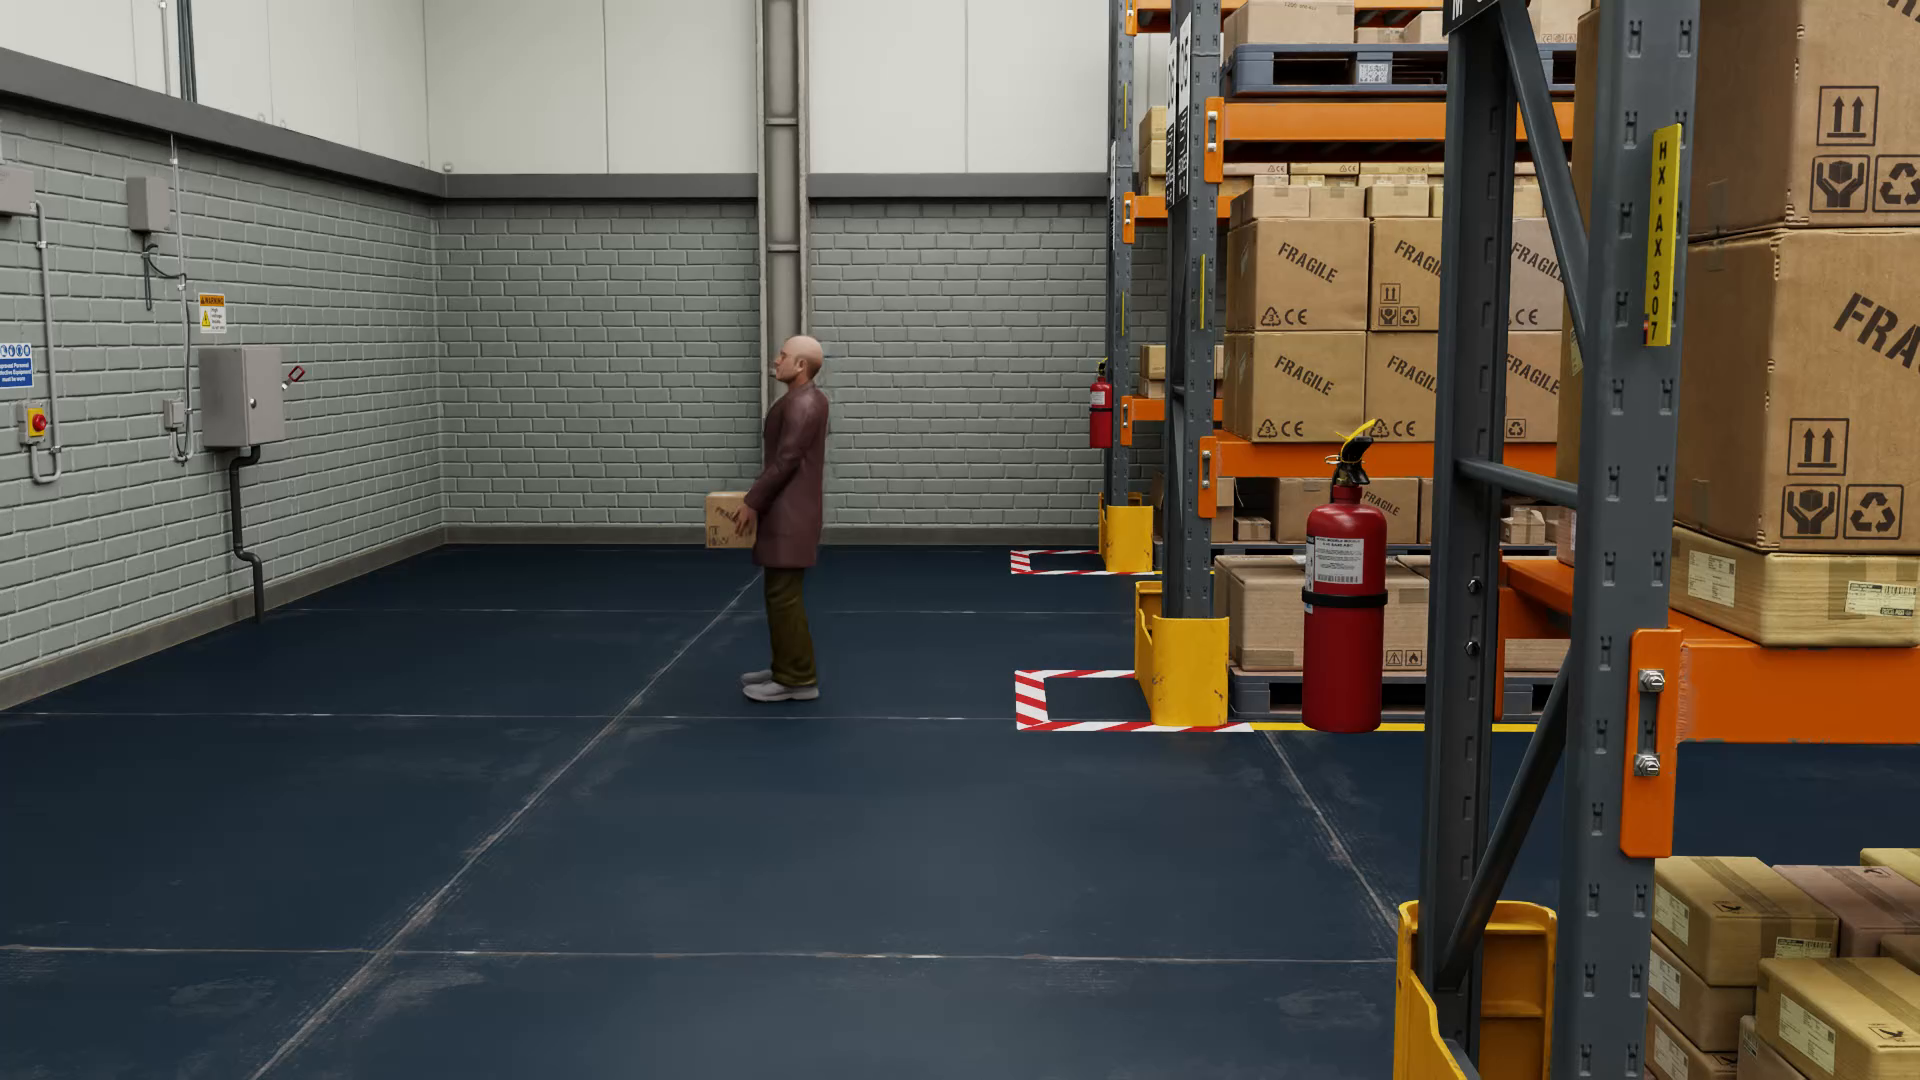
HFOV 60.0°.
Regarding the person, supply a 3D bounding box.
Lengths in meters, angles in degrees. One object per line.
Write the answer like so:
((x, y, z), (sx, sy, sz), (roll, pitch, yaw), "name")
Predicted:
((-0.893, -0.104, 8.157), (0.481, 1.784, 0.585), (0, 7, 2), "person")
